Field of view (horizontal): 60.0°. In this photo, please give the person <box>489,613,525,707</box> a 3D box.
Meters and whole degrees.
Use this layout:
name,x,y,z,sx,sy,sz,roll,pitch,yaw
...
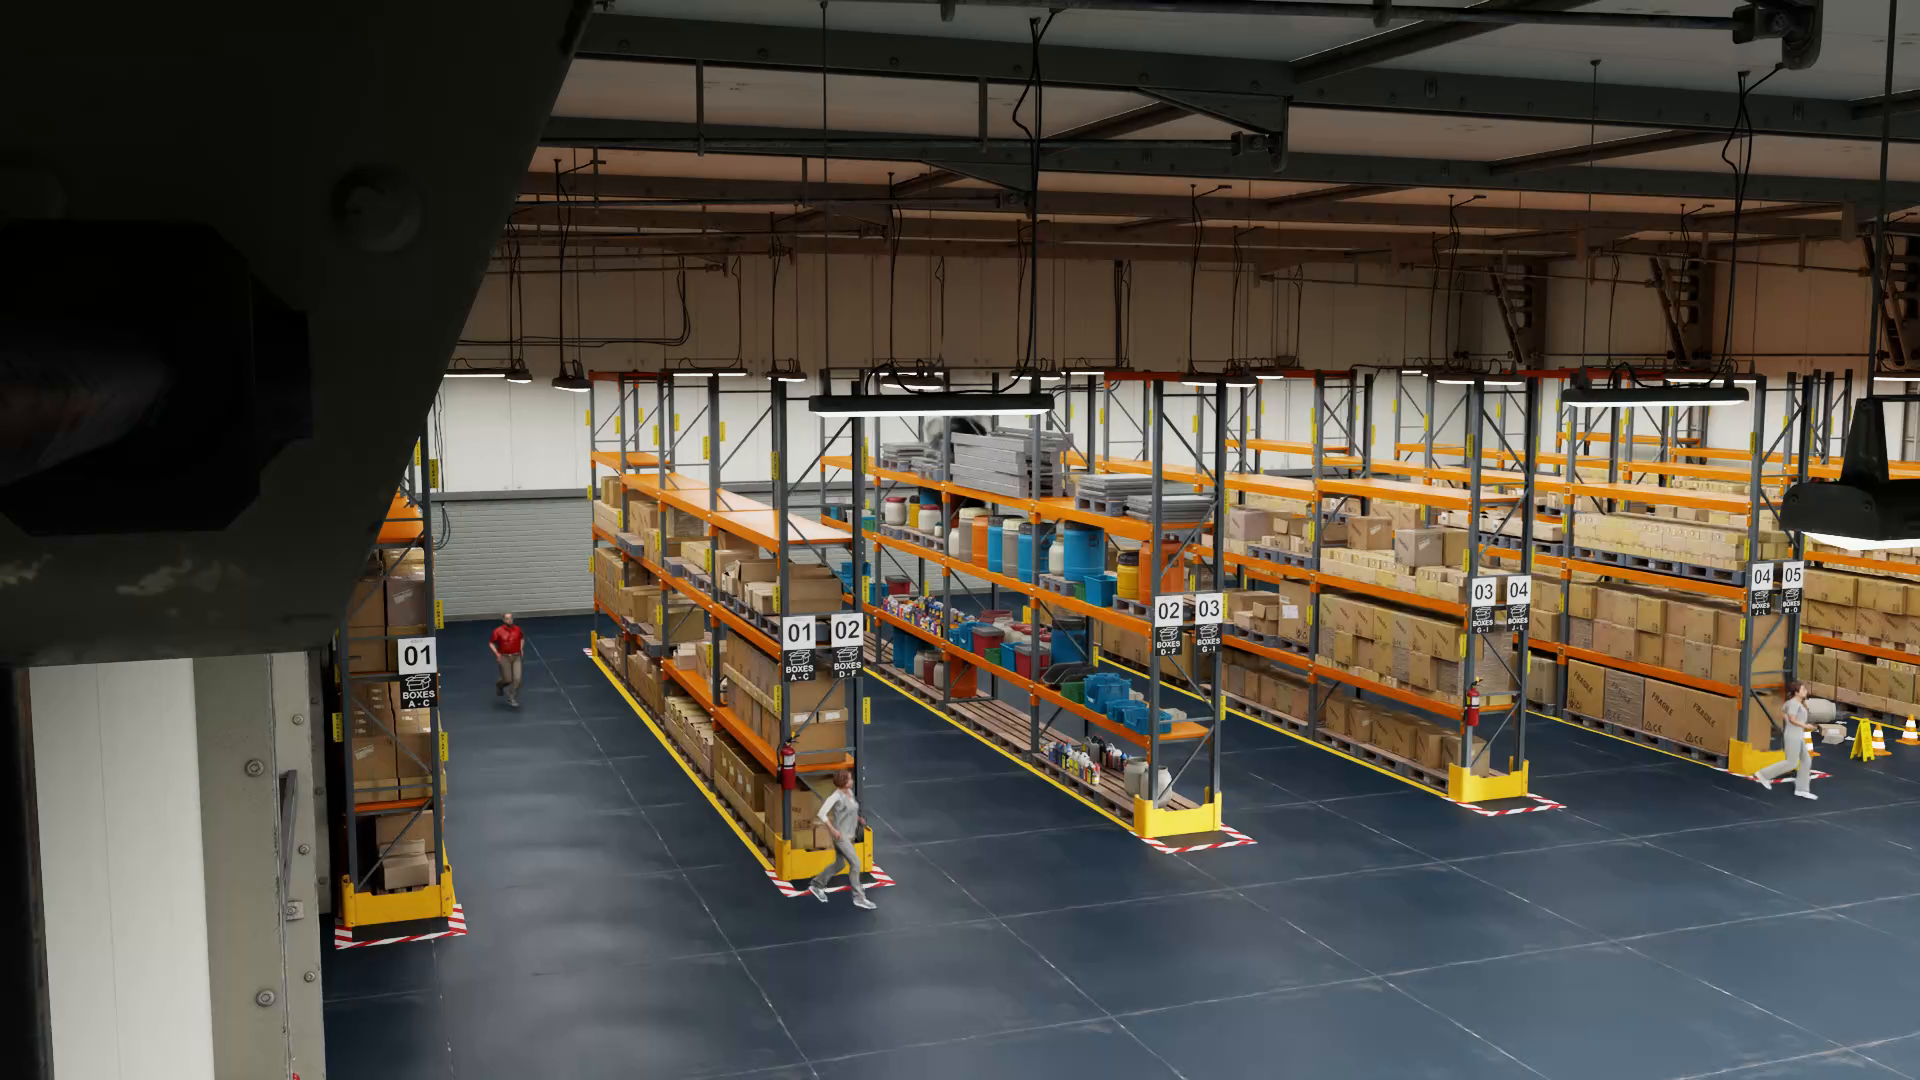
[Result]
name,x,y,z,sx,sy,sz,roll,pitch,yaw
person,-8.167,2.149,30.090,0.665,1.686,0.644,-5,8,-36

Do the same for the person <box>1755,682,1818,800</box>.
name,x,y,z,sx,sy,sz,roll,pitch,yaw
person,11.922,2.854,23.909,0.825,1.664,0.573,3,7,28

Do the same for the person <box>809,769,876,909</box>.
name,x,y,z,sx,sy,sz,roll,pitch,yaw
person,-1.341,3.397,19.003,0.822,1.579,0.543,1,7,13
